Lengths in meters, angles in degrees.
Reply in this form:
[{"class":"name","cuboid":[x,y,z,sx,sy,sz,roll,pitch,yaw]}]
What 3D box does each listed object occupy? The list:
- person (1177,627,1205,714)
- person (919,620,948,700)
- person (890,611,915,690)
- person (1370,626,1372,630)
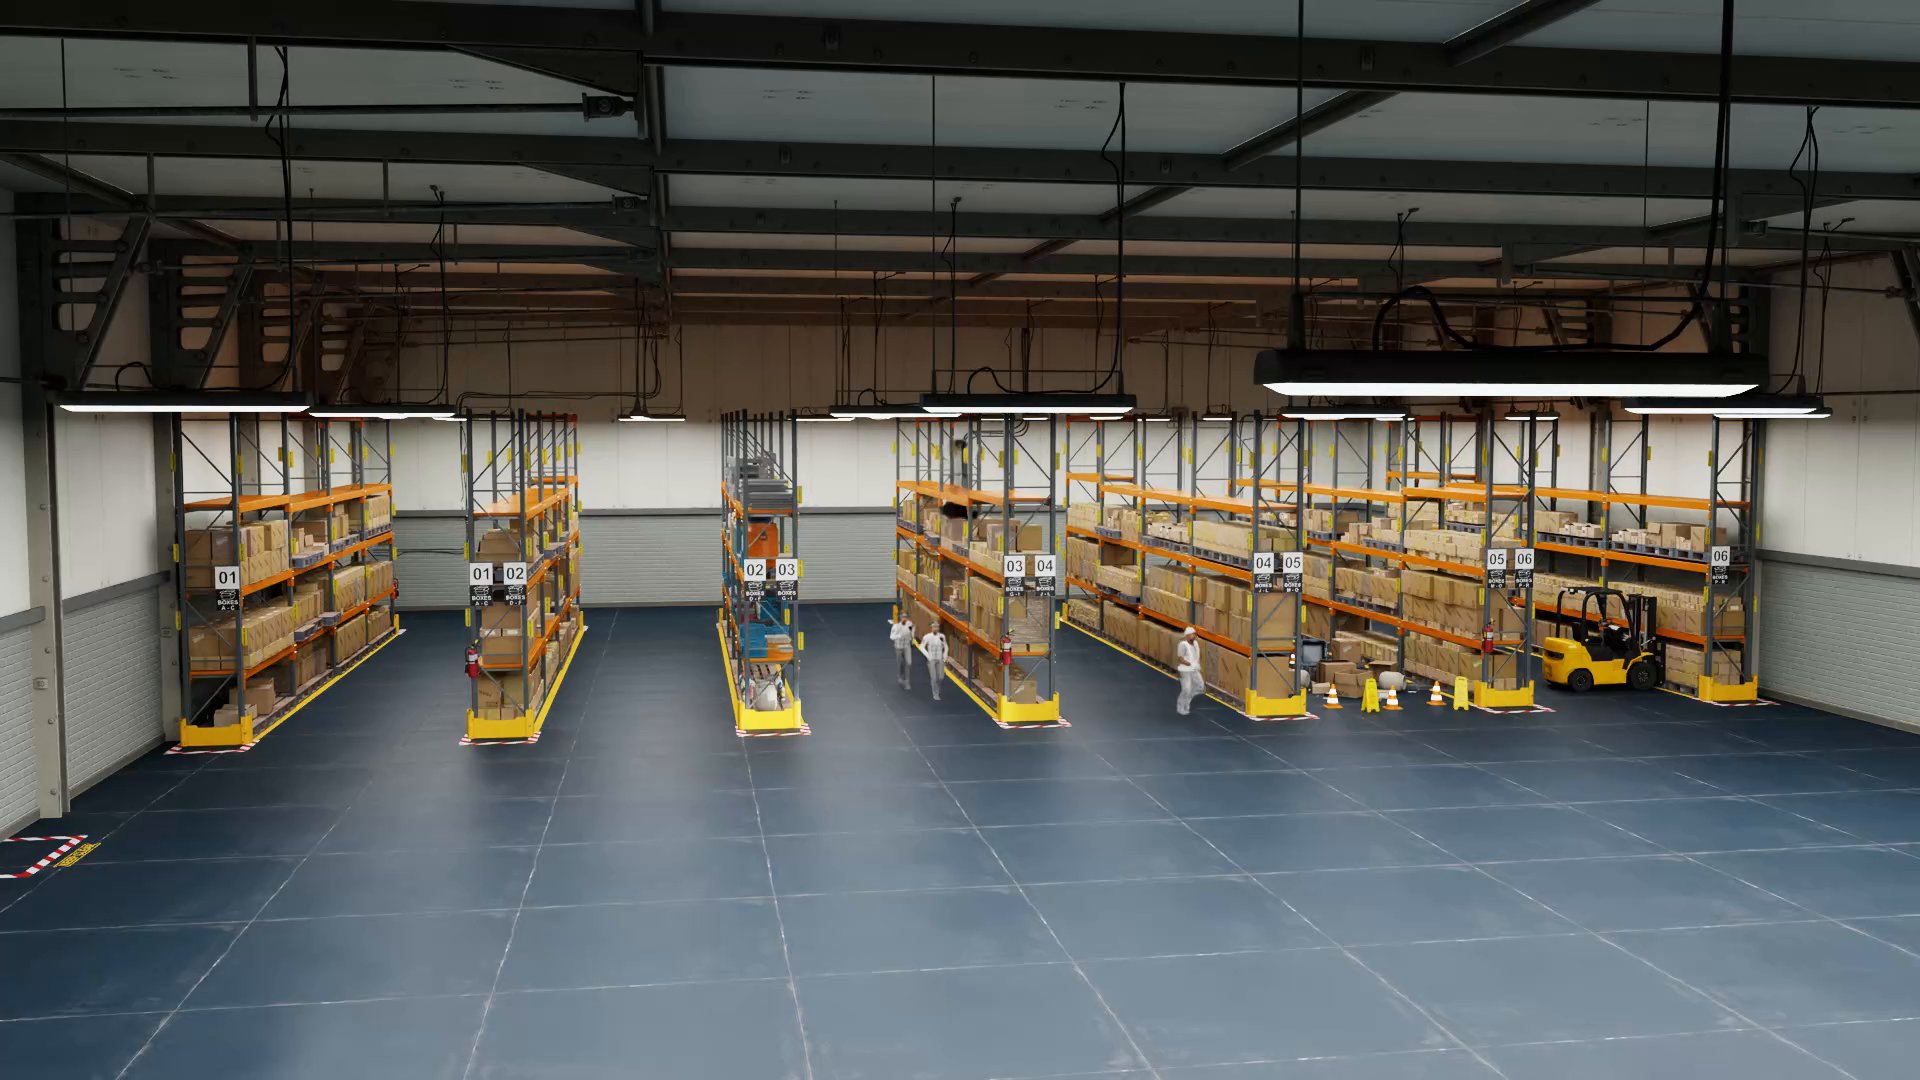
[{"class":"person","cuboid":[4.553,2.567,32.673,0.677,1.731,0.671,-4,5,-42]},{"class":"person","cuboid":[-0.542,2.484,34.630,0.628,1.662,0.553,-1,4,-13]},{"class":"person","cuboid":[-1.238,2.383,36.060,0.593,1.747,0.830,-1,4,-11]},{"class":"person","cuboid":[10.803,1.744,44.782,0.543,1.697,0.909,-1,4,-15]}]
